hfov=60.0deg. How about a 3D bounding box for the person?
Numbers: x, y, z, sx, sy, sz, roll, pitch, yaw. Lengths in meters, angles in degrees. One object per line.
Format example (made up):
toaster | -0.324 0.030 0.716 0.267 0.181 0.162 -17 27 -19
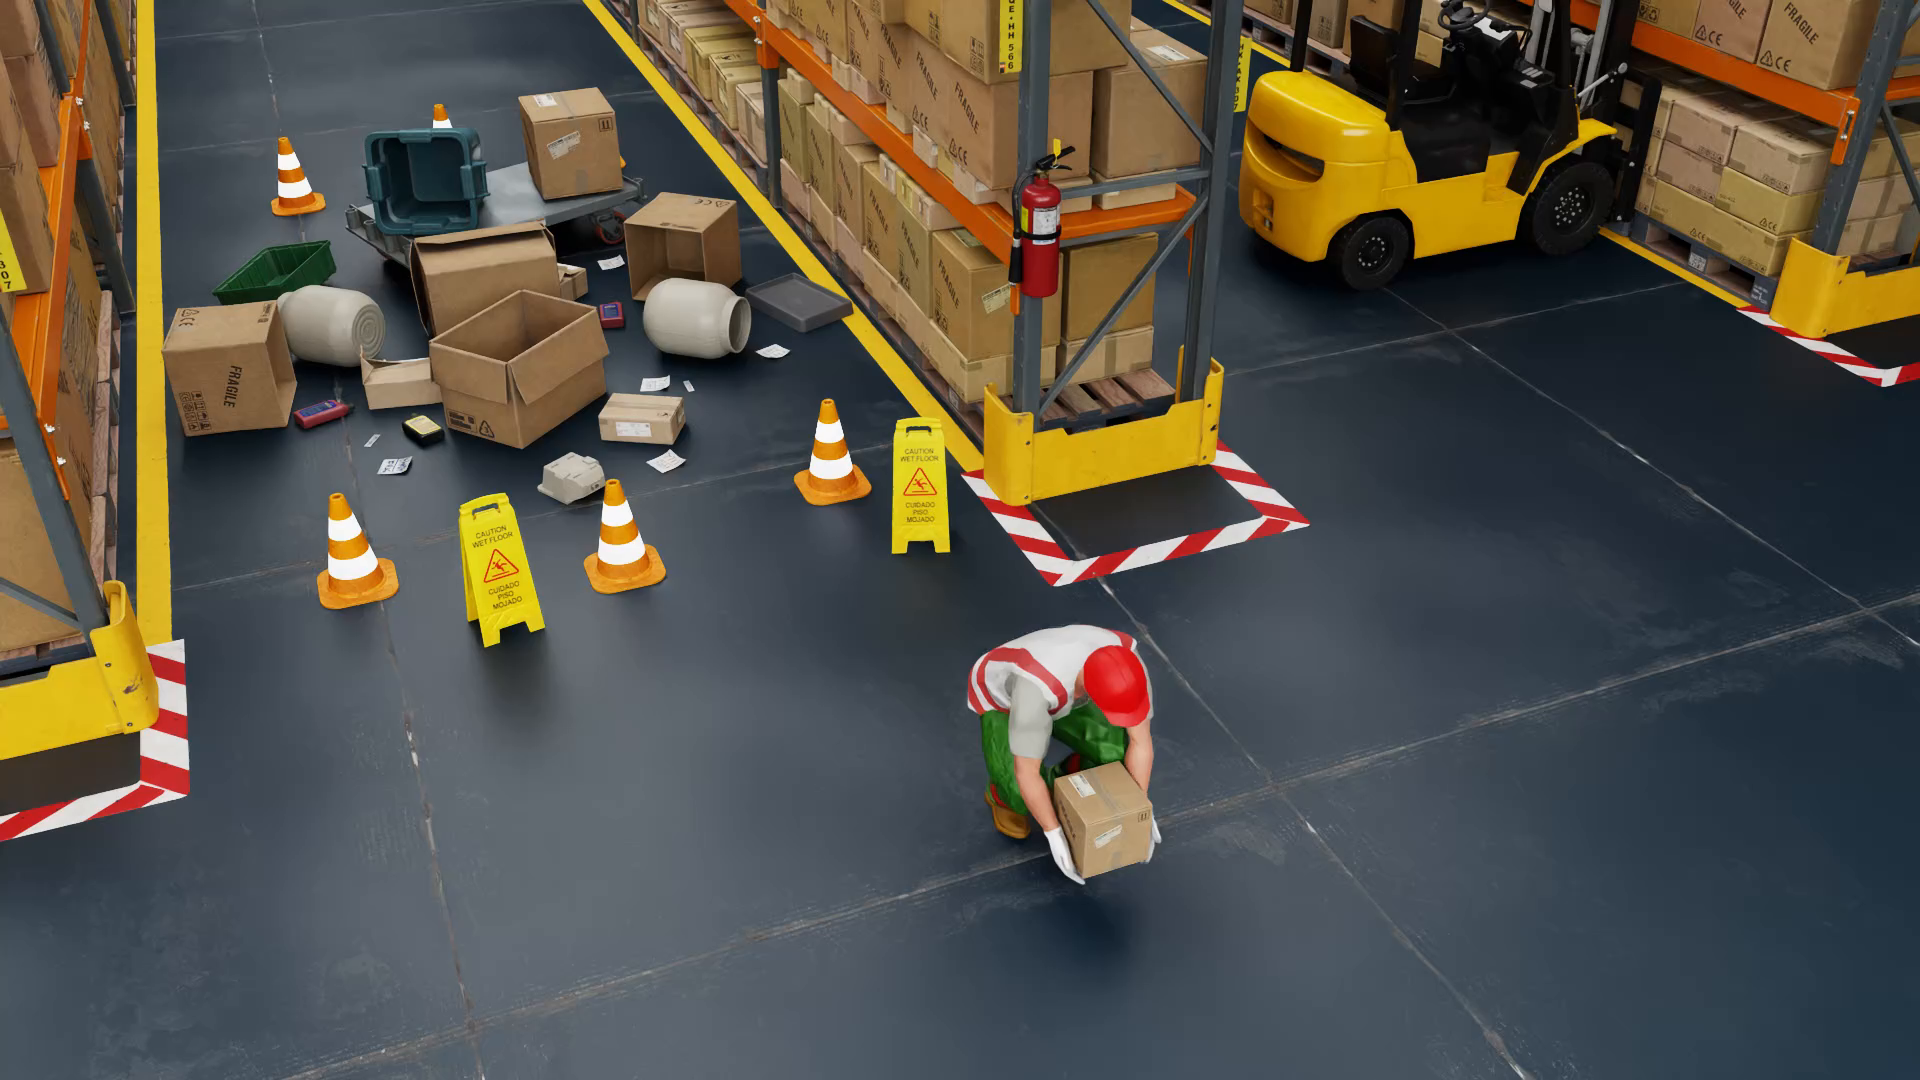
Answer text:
person | 0.367 0.646 5.865 0.572 0.992 0.874 -13 35 -19
